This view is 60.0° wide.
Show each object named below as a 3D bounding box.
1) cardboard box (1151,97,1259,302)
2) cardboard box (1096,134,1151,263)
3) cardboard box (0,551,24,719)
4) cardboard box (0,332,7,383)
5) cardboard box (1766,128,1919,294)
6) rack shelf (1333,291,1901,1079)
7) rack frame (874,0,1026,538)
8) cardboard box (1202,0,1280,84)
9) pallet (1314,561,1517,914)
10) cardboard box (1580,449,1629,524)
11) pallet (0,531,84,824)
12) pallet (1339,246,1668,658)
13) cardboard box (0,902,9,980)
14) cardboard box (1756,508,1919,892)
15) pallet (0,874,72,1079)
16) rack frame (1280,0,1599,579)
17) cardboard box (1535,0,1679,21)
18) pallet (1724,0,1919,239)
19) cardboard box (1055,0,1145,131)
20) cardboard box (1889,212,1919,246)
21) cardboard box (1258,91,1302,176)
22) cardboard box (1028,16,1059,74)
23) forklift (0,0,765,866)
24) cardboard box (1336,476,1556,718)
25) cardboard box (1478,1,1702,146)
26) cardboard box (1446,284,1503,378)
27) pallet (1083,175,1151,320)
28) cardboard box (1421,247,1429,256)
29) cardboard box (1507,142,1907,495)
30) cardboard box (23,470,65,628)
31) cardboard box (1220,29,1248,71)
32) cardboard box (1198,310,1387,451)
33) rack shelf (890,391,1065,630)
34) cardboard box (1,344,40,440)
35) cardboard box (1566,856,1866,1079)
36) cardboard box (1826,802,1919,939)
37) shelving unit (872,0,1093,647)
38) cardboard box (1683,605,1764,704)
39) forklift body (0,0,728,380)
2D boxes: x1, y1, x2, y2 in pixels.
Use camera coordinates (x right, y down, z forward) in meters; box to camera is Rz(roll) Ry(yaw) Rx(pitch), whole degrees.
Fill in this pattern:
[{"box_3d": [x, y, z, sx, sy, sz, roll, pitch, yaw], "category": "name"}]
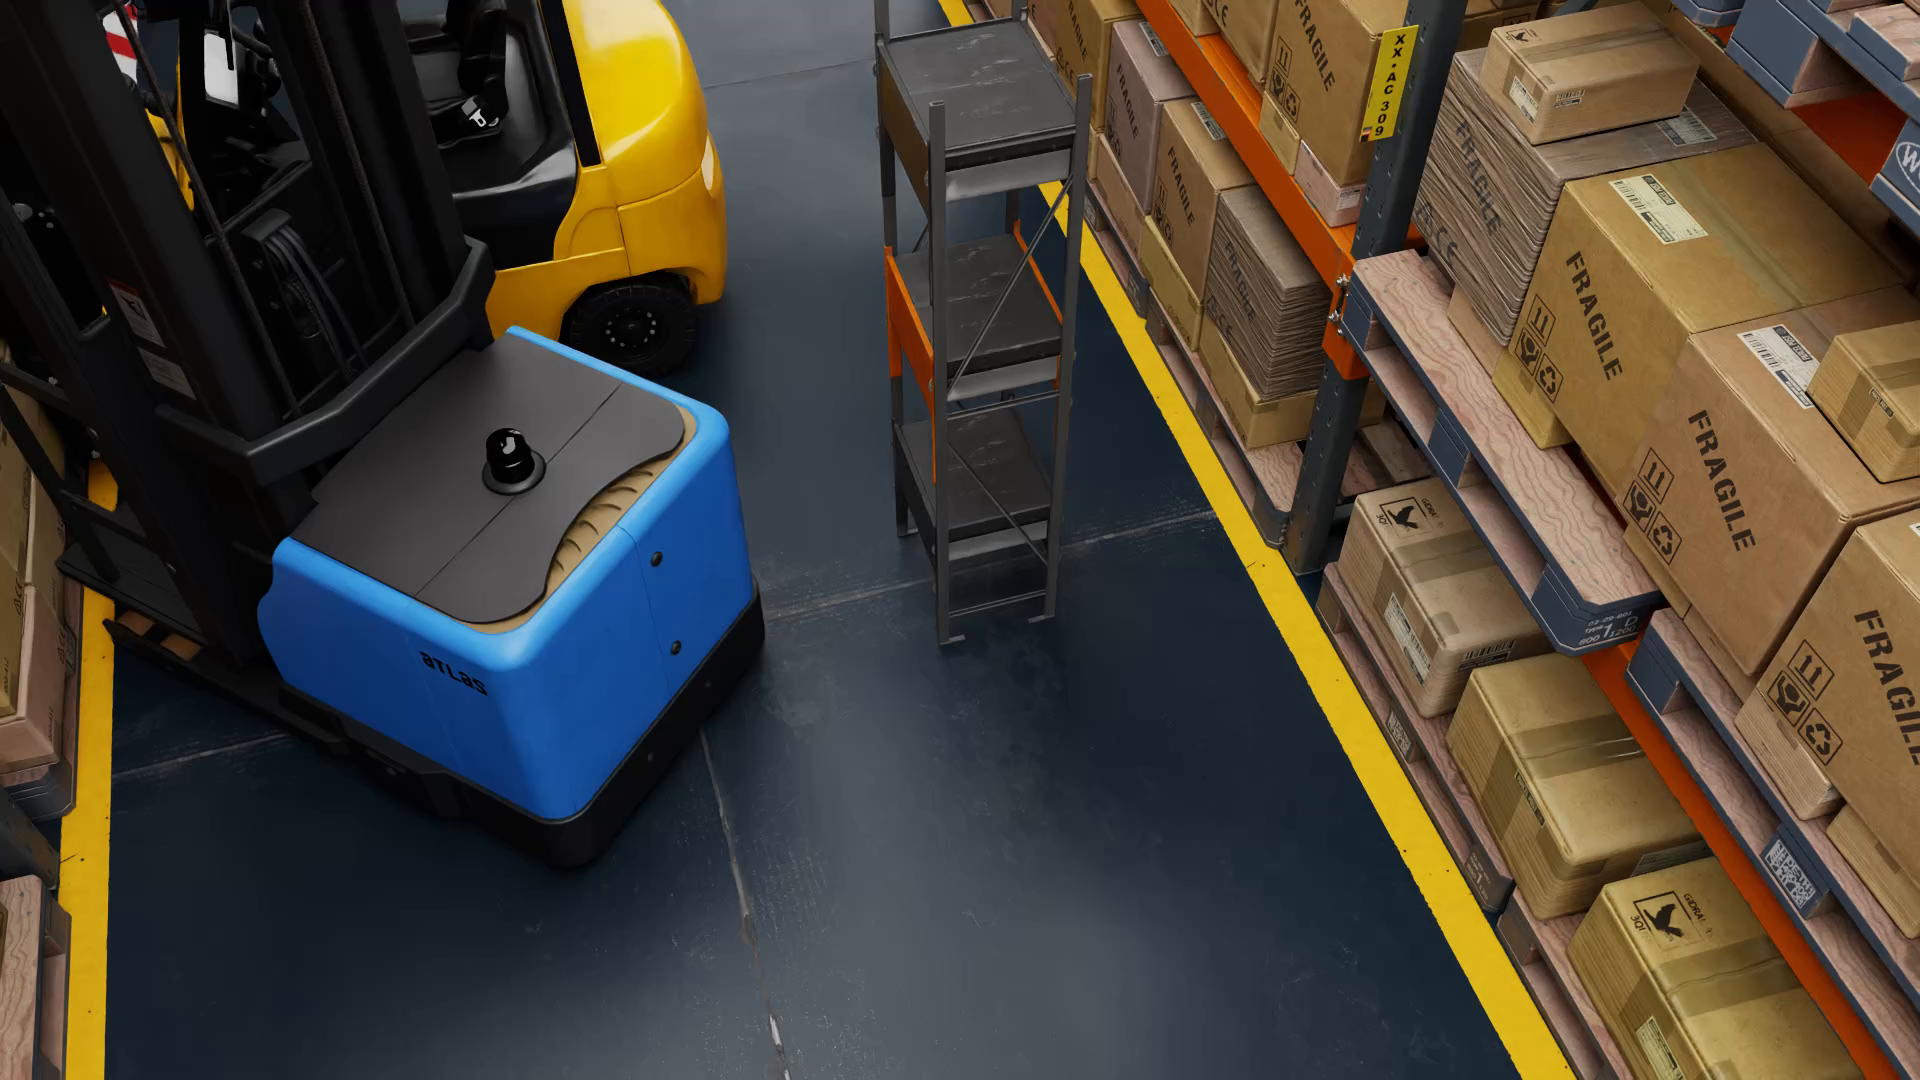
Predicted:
[{"box_3d": [1.014, -1.228, 5.857, 0.500, 0.500, 0.500, -12, 51, -10], "category": "cardboard box"}, {"box_3d": [0.853, -1.374, 6.470, 0.500, 0.250, 0.500, -13, 51, -10], "category": "cardboard box"}, {"box_3d": [-2.991, 0.297, 4.735, 0.500, 0.250, 0.500, -14, 51, -11], "category": "cardboard box"}, {"box_3d": [-3.286, -0.602, 5.165, 0.500, 0.250, 0.500, -12, 51, -10], "category": "cardboard box"}, {"box_3d": [2.101, -0.611, 3.769, 0.500, 0.500, 0.500, -13, 51, -11], "category": "cardboard box"}, {"box_3d": [2.189, 0.698, 3.670, 1.077, 0.370, 4.000, -13, 51, -11], "category": "rack shelf"}, {"box_3d": [-0.023, -0.734, 4.996, 0.400, 2.100, 0.015, -13, 51, -11], "category": "rack frame"}, {"box_3d": [1.070, -1.766, 5.017, 0.500, 0.500, 0.500, -12, 51, -10], "category": "cardboard box"}, {"box_3d": [1.829, 0.472, 5.214, 1.003, 0.211, 1.213, -13, 51, -11], "category": "pallet"}, {"box_3d": [1.681, -0.200, 3.846, 0.380, 0.149, 0.250, -10, 51, -9], "category": "cardboard box"}, {"box_3d": [-3.338, 0.439, 5.242, 1.003, 0.211, 1.213, -13, 51, -11], "category": "pallet"}, {"box_3d": [1.684, -0.342, 4.202, 1.003, 0.211, 1.213, -13, 51, -11], "category": "pallet"}, {"box_3d": [-2.978, 1.139, 4.107, 0.875, 0.625, 0.625, -11, 51, -9], "category": "cardboard box"}, {"box_3d": [1.906, 0.252, 3.041, 0.500, 0.500, 0.500, -15, 52, -12], "category": "cardboard box"}, {"box_3d": [-2.888, 1.558, 4.298, 1.003, 0.211, 1.213, -13, 51, -11], "category": "pallet"}, {"box_3d": [1.597, -0.995, 4.627, 1.000, 3.000, 0.127, -13, 51, -11], "category": "rack frame"}, {"box_3d": [1.734, -1.507, 4.799, 0.500, 0.500, 0.500, -13, 51, -11], "category": "cardboard box"}, {"box_3d": [1.988, -0.669, 2.513, 1.213, 0.211, 1.003, -13, 51, -11], "category": "pallet"}, {"box_3d": [0.696, -1.989, 6.498, 0.500, 0.500, 0.500, -12, 51, -10], "category": "cardboard box"}, {"box_3d": [2.166, -0.681, 3.403, 0.380, 0.149, 0.250, -15, 51, -12], "category": "cardboard box"}, {"box_3d": [1.131, -1.260, 5.015, 0.380, 0.149, 0.250, -12, 51, -10], "category": "cardboard box"}, {"box_3d": [0.533, -2.139, 7.115, 0.500, 0.250, 0.500, -12, 51, -10], "category": "cardboard box"}, {"box_3d": [-2.172, -0.828, 4.531, 3.031, 2.935, 1.130, 23, 54, 18], "category": "forklift"}, {"box_3d": [1.755, 0.099, 5.148, 0.950, 0.372, 0.625, -13, 51, -11], "category": "cardboard box"}, {"box_3d": [1.399, -1.044, 3.709, 0.380, 0.149, 0.250, -14, 51, -11], "category": "cardboard box"}, {"box_3d": [1.459, -0.574, 4.162, 0.380, 0.149, 0.250, -13, 51, -10], "category": "cardboard box"}, {"box_3d": [1.001, -1.471, 6.852, 1.003, 0.211, 1.213, -13, 51, -11], "category": "pallet"}, {"box_3d": [1.681, -0.978, 5.645, 0.500, 0.500, 0.500, -11, 51, -9], "category": "cardboard box"}, {"box_3d": [1.611, -0.485, 3.663, 0.500, 0.500, 0.500, -13, 51, -11], "category": "cardboard box"}, {"box_3d": [-3.135, 0.086, 5.240, 0.500, 0.250, 0.500, -14, 51, -12], "category": "cardboard box"}, {"box_3d": [1.068, -1.653, 5.346, 0.380, 0.149, 0.250, -14, 51, -11], "category": "cardboard box"}, {"box_3d": [1.166, -0.615, 5.830, 0.500, 0.250, 0.500, -11, 51, -9], "category": "cardboard box"}, {"box_3d": [0.049, -0.096, 5.391, 0.431, 0.518, 0.480, -13, 51, -11], "category": "rack shelf"}, {"box_3d": [-3.280, -0.440, 5.356, 0.500, 0.250, 0.500, -14, 51, -11], "category": "cardboard box"}, {"box_3d": [2.178, 1.131, 4.279, 0.950, 0.372, 0.625, -12, 51, -10], "category": "cardboard box"}, {"box_3d": [1.925, 0.572, 3.195, 0.380, 0.149, 0.250, -15, 51, -12], "category": "cardboard box"}, {"box_3d": [0.049, -0.556, 4.845, 0.431, 2.100, 0.503, -13, 51, -11], "category": "shelving unit"}, {"box_3d": [1.789, 0.178, 3.527, 0.380, 0.149, 0.250, -13, 51, -11], "category": "cardboard box"}, {"box_3d": [-2.023, -1.545, 5.646, 2.313, 2.155, 1.214, -13, 51, -11], "category": "forklift body"}]
